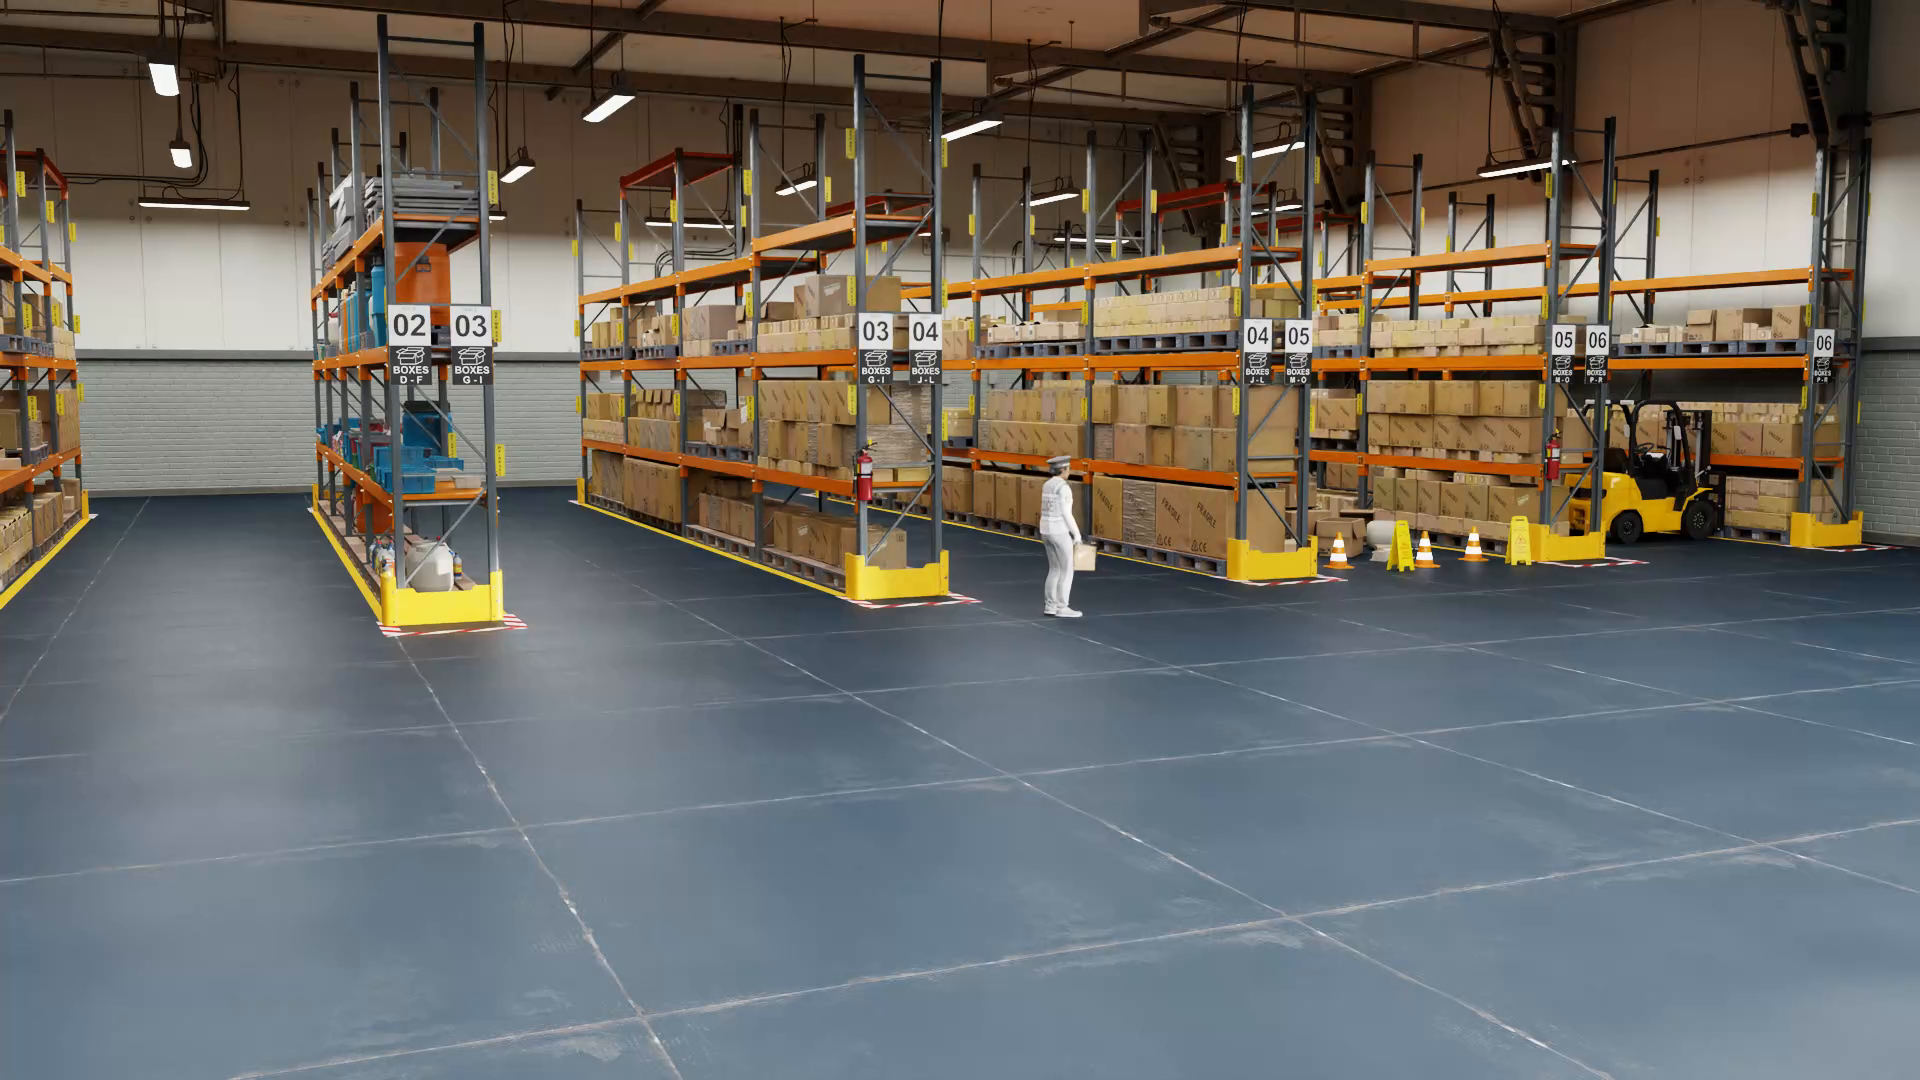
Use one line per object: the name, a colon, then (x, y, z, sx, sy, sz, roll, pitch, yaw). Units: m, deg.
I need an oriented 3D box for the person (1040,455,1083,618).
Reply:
person: (1.031, -0.044, 17.370, 0.360, 1.676, 0.505, -3, 6, -25)
